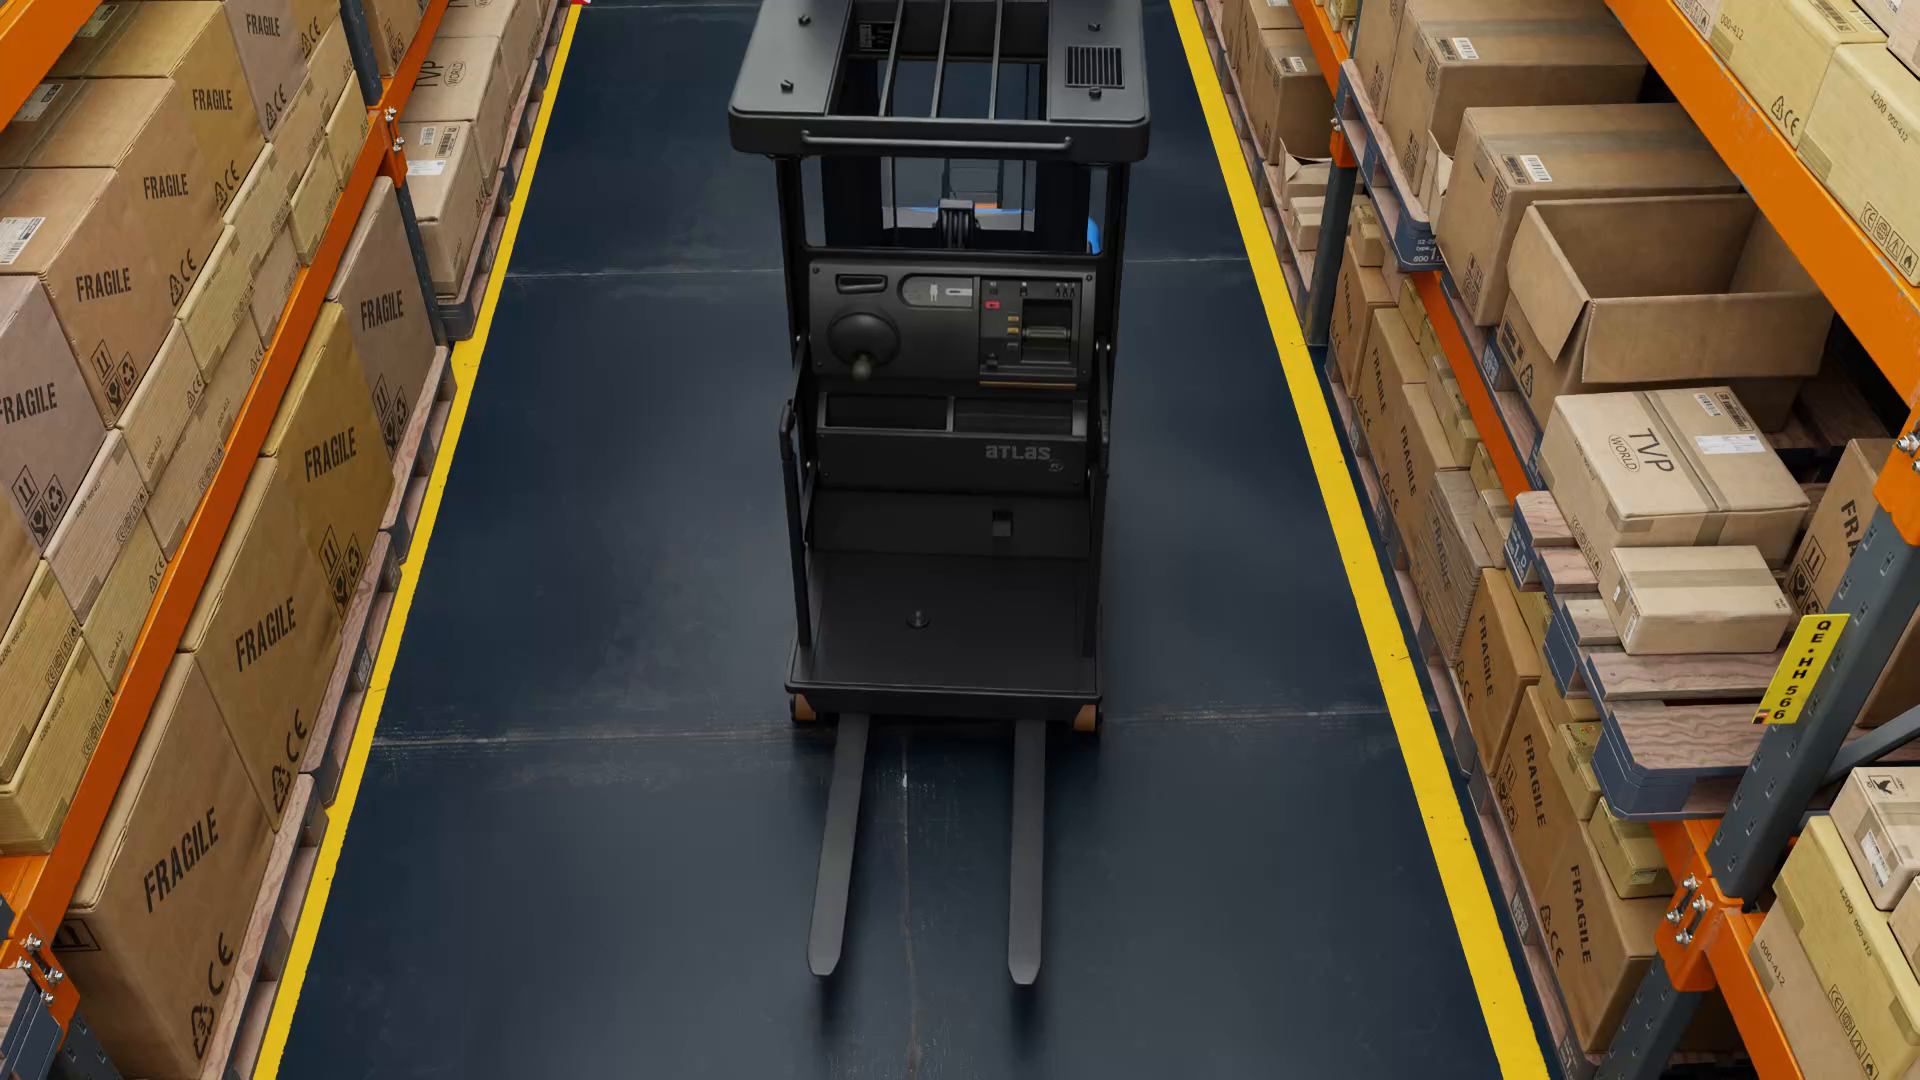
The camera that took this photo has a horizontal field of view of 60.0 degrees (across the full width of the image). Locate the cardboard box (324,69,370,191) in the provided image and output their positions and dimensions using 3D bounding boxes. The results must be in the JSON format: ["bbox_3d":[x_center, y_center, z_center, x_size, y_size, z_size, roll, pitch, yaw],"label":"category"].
[{"bbox_3d":[-2.579,-1.558,6.341,0.500,0.250,0.500,-3,43,-3],"label":"cardboard box"}]

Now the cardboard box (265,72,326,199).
[{"bbox_3d":[-2.559,-1.410,5.810,0.500,0.250,0.500,-1,43,-1],"label":"cardboard box"}]

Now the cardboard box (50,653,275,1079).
[{"bbox_3d":[-2.626,0.951,4.754,0.875,0.875,0.875,-2,43,-2],"label":"cardboard box"}]

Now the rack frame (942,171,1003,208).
[{"bbox_3d":[0.048,-1.008,6.962,0.240,1.200,0.006,2,43,2],"label":"rack frame"}]

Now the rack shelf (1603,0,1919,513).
[{"bbox_3d":[2.195,-1.545,4.528,1.077,0.370,4.000,-2,43,-2],"label":"rack shelf"}]

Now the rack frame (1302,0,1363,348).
[{"bbox_3d":[2.110,-2.054,6.771,1.000,3.000,0.127,-2,43,-2],"label":"rack frame"}]

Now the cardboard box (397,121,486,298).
[{"bbox_3d":[-2.769,-1.547,7.803,0.875,0.438,0.875,-2,43,-2],"label":"cardboard box"}]

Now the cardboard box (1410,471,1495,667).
[{"bbox_3d":[1.970,0.092,5.969,0.500,0.500,0.500,-3,43,-3],"label":"cardboard box"}]

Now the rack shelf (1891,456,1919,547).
[{"bbox_3d":[2.364,1.156,1.582,1.077,0.370,4.000,-2,43,-2],"label":"rack shelf"}]

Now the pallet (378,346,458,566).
[{"bbox_3d":[-2.741,-0.363,6.989,1.003,0.211,1.213,-2,43,-2],"label":"pallet"}]

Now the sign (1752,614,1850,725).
[{"bbox_3d":[1.738,0.270,3.437,0.100,0.325,0.005,-2,43,-2],"label":"sign"}]

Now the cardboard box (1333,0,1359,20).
[{"bbox_3d":[1.844,-2.445,7.089,0.500,0.250,0.500,-1,43,-1],"label":"cardboard box"}]

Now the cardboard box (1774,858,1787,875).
[{"bbox_3d":[2.542,1.120,4.847,0.500,0.500,0.500,0,43,0],"label":"cardboard box"}]

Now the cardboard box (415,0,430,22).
[{"bbox_3d":[-2.625,-2.610,7.304,0.500,0.500,0.500,-1,43,-2],"label":"cardboard box"}]

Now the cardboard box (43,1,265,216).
[{"bbox_3d":[-2.548,-1.328,5.165,0.500,0.500,0.500,0,43,0],"label":"cardboard box"}]

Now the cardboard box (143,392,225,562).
[{"bbox_3d":[-2.505,-0.192,4.850,0.500,0.250,0.500,0,43,0],"label":"cardboard box"}]

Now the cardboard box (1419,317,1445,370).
[{"bbox_3d":[1.996,-0.735,6.391,0.380,0.149,0.250,-2,43,-3],"label":"cardboard box"}]

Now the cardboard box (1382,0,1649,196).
[{"bbox_3d":[1.929,-1.563,5.851,0.700,0.500,0.500,-1,43,-1],"label":"cardboard box"}]

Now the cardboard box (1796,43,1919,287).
[{"bbox_3d":[2.015,-0.744,3.233,0.500,0.250,0.500,-3,43,-3],"label":"cardboard box"}]

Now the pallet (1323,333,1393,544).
[{"bbox_3d":[2.182,-0.478,7.116,1.003,0.211,1.213,-2,43,-2],"label":"pallet"}]

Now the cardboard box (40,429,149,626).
[{"bbox_3d":[-2.475,-0.036,4.310,0.500,0.250,0.500,-1,43,-1],"label":"cardboard box"}]

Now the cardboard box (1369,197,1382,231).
[{"bbox_3d":[1.920,-1.388,6.884,0.380,0.149,0.250,-2,43,-3],"label":"cardboard box"}]

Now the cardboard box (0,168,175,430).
[{"bbox_3d":[-2.493,-0.639,4.413,0.500,0.500,0.500,-1,43,-1],"label":"cardboard box"}]

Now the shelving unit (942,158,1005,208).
[{"bbox_3d":[0.053,-1.070,7.029,0.258,1.200,0.189,2,43,2],"label":"shelving unit"}]

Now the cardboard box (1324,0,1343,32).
[{"bbox_3d":[1.811,-2.345,7.274,0.380,0.149,0.250,-1,43,-1],"label":"cardboard box"}]

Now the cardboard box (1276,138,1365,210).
[{"bbox_3d":[1.777,-1.810,8.217,0.396,0.266,0.258,0,43,0],"label":"cardboard box"}]

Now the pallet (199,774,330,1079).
[{"bbox_3d":[-2.638,1.285,5.192,1.003,0.211,1.213,-2,43,-2],"label":"pallet"}]

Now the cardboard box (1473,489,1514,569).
[{"bbox_3d":[1.977,-0.048,5.642,0.380,0.149,0.250,-4,43,-4],"label":"cardboard box"}]

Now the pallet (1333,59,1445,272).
[{"bbox_3d":[2.034,-1.441,6.244,1.003,0.211,1.213,-2,43,-2],"label":"pallet"}]

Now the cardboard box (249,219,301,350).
[{"bbox_3d":[-2.556,-0.873,5.594,0.500,0.250,0.500,-3,43,-3],"label":"cardboard box"}]

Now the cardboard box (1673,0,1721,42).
[{"bbox_3d":[1.972,-1.421,3.971,0.500,0.250,0.500,-2,43,-2],"label":"cardboard box"}]

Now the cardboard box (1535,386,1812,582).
[{"bbox_3d":[1.911,-0.156,4.501,0.500,0.250,0.500,-3,43,-4],"label":"cardboard box"}]

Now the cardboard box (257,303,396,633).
[{"bbox_3d":[-2.697,-0.255,6.070,0.875,0.875,0.875,-1,43,-1],"label":"cardboard box"}]

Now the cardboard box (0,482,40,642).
[{"bbox_3d":[-2.456,0.046,3.666,0.500,0.500,0.500,-3,43,-3],"label":"cardboard box"}]

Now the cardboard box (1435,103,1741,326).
[{"bbox_3d":[1.962,-1.034,5.273,0.700,0.500,0.500,-2,43,-2],"label":"cardboard box"}]

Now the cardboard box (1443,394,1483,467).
[{"bbox_3d":[1.977,-0.397,6.023,0.380,0.149,0.250,0,43,0],"label":"cardboard box"}]

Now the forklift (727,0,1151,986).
[{"bbox_3d":[-0.035,-0.620,5.258,1.130,2.935,3.031,2,43,2],"label":"forklift"}]

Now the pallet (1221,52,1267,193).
[{"bbox_3d":[2.027,-2.316,9.120,1.003,0.211,1.213,-2,43,-2],"label":"pallet"}]

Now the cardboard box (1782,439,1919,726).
[{"bbox_3d":[2.414,0.102,4.034,0.500,0.500,0.500,0,43,0],"label":"cardboard box"}]

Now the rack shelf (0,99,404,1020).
[{"bbox_3d":[-2.765,-0.294,5.383,1.077,0.370,4.000,-2,43,-2],"label":"rack shelf"}]

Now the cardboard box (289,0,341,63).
[{"bbox_3d":[-2.580,-2.020,5.920,0.500,0.500,0.500,0,43,0],"label":"cardboard box"}]

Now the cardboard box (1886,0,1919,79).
[{"bbox_3d":[2.032,-0.959,3.173,0.380,0.149,0.250,-3,43,-3],"label":"cardboard box"}]

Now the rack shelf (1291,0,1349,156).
[{"bbox_3d":[2.025,-3.139,8.487,1.077,0.370,4.000,-2,43,-2],"label":"rack shelf"}]

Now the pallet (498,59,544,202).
[{"bbox_3d":[-2.858,-2.223,9.019,1.003,0.211,1.213,-2,43,-2],"label":"pallet"}]

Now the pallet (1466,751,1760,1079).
[{"bbox_3d":[2.286,1.169,5.319,1.003,0.211,1.213,-2,43,-2],"label":"pallet"}]

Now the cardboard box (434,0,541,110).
[{"bbox_3d":[-2.844,-2.760,9.126,0.875,0.438,0.875,-1,43,-1],"label":"cardboard box"}]

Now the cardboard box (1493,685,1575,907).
[{"bbox_3d":[2.036,0.795,5.202,0.500,0.500,0.500,-2,43,-2],"label":"cardboard box"}]

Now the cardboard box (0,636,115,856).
[{"bbox_3d":[-2.449,0.509,4.086,0.500,0.250,0.500,-2,43,-3],"label":"cardboard box"}]

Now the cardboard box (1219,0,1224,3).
[{"bbox_3d":[1.871,-3.574,9.965,0.797,0.503,0.637,-3,43,-3],"label":"cardboard box"}]

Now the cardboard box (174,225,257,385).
[{"bbox_3d":[-2.492,-0.716,5.052,0.500,0.250,0.500,-1,43,-1],"label":"cardboard box"}]

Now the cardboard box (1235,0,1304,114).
[{"bbox_3d":[1.791,-2.634,8.943,0.500,0.500,0.500,-1,43,-1],"label":"cardboard box"}]

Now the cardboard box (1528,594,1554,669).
[{"bbox_3d":[2.030,0.306,5.256,0.380,0.149,0.250,0,43,-1],"label":"cardboard box"}]

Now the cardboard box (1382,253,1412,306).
[{"bbox_3d":[1.948,-1.092,6.781,0.380,0.149,0.250,-3,43,-3],"label":"cardboard box"}]

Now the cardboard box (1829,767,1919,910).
[{"bbox_3d":[1.999,0.594,3.328,0.380,0.149,0.250,0,43,-1],"label":"cardboard box"}]

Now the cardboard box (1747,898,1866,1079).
[{"bbox_3d":[2.054,1.008,3.541,0.500,0.250,0.500,-1,43,-2],"label":"cardboard box"}]

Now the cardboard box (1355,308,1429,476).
[{"bbox_3d":[1.938,-0.595,6.719,0.500,0.500,0.500,-2,43,-2],"label":"cardboard box"}]

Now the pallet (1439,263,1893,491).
[{"bbox_3d":[2.192,-0.596,5.322,1.003,0.211,1.213,-2,43,-2],"label":"pallet"}]

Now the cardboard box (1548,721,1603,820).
[{"bbox_3d":[1.963,0.664,4.865,0.380,0.149,0.250,-4,43,-4],"label":"cardboard box"}]
